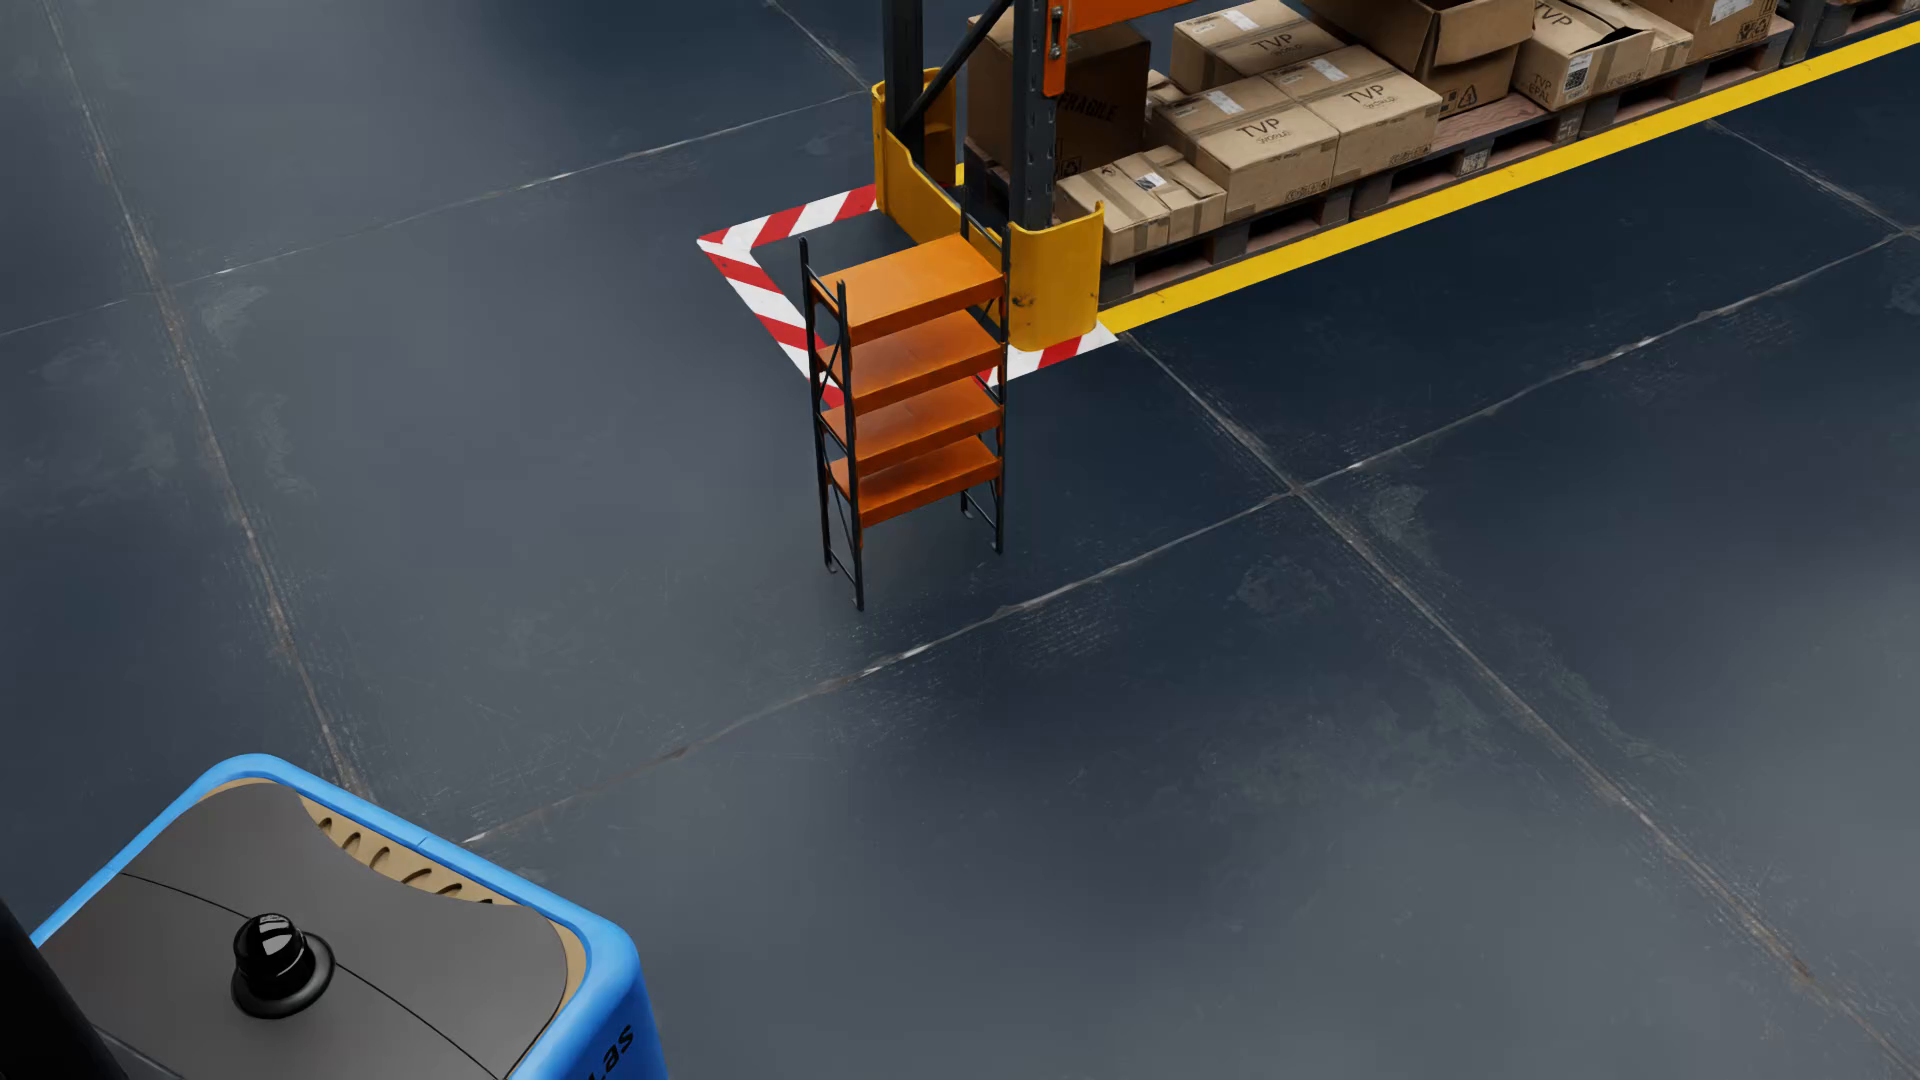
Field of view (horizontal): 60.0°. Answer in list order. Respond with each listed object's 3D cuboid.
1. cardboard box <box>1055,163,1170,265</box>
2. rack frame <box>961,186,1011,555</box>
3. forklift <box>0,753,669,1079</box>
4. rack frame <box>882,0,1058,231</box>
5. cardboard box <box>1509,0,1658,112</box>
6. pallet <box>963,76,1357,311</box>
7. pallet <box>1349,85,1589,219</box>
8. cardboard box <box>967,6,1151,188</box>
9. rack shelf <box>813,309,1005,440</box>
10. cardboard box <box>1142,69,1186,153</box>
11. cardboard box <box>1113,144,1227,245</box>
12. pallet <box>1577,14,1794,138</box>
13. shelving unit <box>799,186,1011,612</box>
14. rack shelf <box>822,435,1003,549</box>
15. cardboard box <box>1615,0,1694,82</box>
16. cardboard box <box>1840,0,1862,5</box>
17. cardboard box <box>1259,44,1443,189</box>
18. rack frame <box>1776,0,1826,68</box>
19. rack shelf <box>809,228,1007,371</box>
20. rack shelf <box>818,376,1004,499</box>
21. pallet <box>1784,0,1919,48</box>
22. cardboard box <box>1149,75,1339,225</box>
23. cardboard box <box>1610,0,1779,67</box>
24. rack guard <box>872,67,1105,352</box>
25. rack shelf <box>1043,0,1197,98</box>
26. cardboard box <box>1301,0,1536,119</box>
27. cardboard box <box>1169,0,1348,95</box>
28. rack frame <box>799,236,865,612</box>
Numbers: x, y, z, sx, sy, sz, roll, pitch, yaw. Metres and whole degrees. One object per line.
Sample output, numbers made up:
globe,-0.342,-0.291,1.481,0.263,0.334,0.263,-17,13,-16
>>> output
cardboard box,0.550,-1.190,6.053,0.250,0.149,0.380,-22,48,-21
rack frame,0.068,-0.458,4.860,0.015,1.200,0.240,-22,48,-21
forklift,-1.695,1.184,1.925,1.130,2.935,3.031,20,48,20
rack frame,0.016,-2.117,5.278,0.127,3.000,1.000,-22,48,-21
cardboard box,2.481,-2.069,6.843,0.500,0.311,0.500,-22,48,-21
pallet,0.773,-1.420,6.562,1.213,0.211,1.003,-22,48,-21
pallet,1.829,-1.841,6.995,1.213,0.211,1.003,-22,48,-21
cardboard box,0.365,-1.716,6.343,0.500,0.500,0.500,-22,48,-21
rack shelf,-0.144,-0.485,4.664,0.480,0.148,0.258,-22,48,-21
cardboard box,0.761,-1.682,6.548,0.250,0.166,0.380,-22,48,-21
cardboard box,0.767,-1.283,6.137,0.250,0.166,0.380,-22,48,-21
pallet,2.888,-2.267,7.434,1.213,0.211,1.003,-22,48,-21
shelving unit,-0.144,-0.373,4.773,0.503,1.200,0.258,-22,48,-21
rack shelf,-0.144,-0.182,4.958,0.480,0.148,0.258,-22,48,-21
cardboard box,2.836,-2.105,6.996,0.250,0.149,0.380,-22,48,-21
cardboard box,4.025,-2.787,7.447,0.500,0.500,0.500,-24,49,-23
cardboard box,1.496,-1.653,6.458,0.500,0.250,0.500,-22,48,-21
rack frame,3.484,-3.505,6.708,0.127,3.000,1.000,-22,48,-21
rack shelf,-0.144,-0.655,4.499,0.480,0.148,0.258,-22,48,-21
rack shelf,-0.144,-0.325,4.820,0.480,0.148,0.258,-22,48,-21
pallet,4.171,-2.809,7.993,1.213,0.211,1.003,-22,48,-21
cardboard box,1.062,-1.479,6.279,0.500,0.250,0.500,-22,48,-21
cardboard box,3.132,-2.397,7.045,0.500,0.500,0.500,-22,48,-21
rack guard,0.082,-1.247,6.176,0.348,0.500,1.175,-22,48,-21
rack shelf,1.750,-2.553,6.243,4.000,0.370,1.077,-22,48,-21
cardboard box,1.858,-2.112,6.749,0.637,0.503,0.797,-22,48,-21
cardboard box,1.203,-1.937,6.751,0.500,0.250,0.500,-22,48,-21
rack frame,-0.355,-0.288,4.686,0.015,1.200,0.240,-22,48,-21
